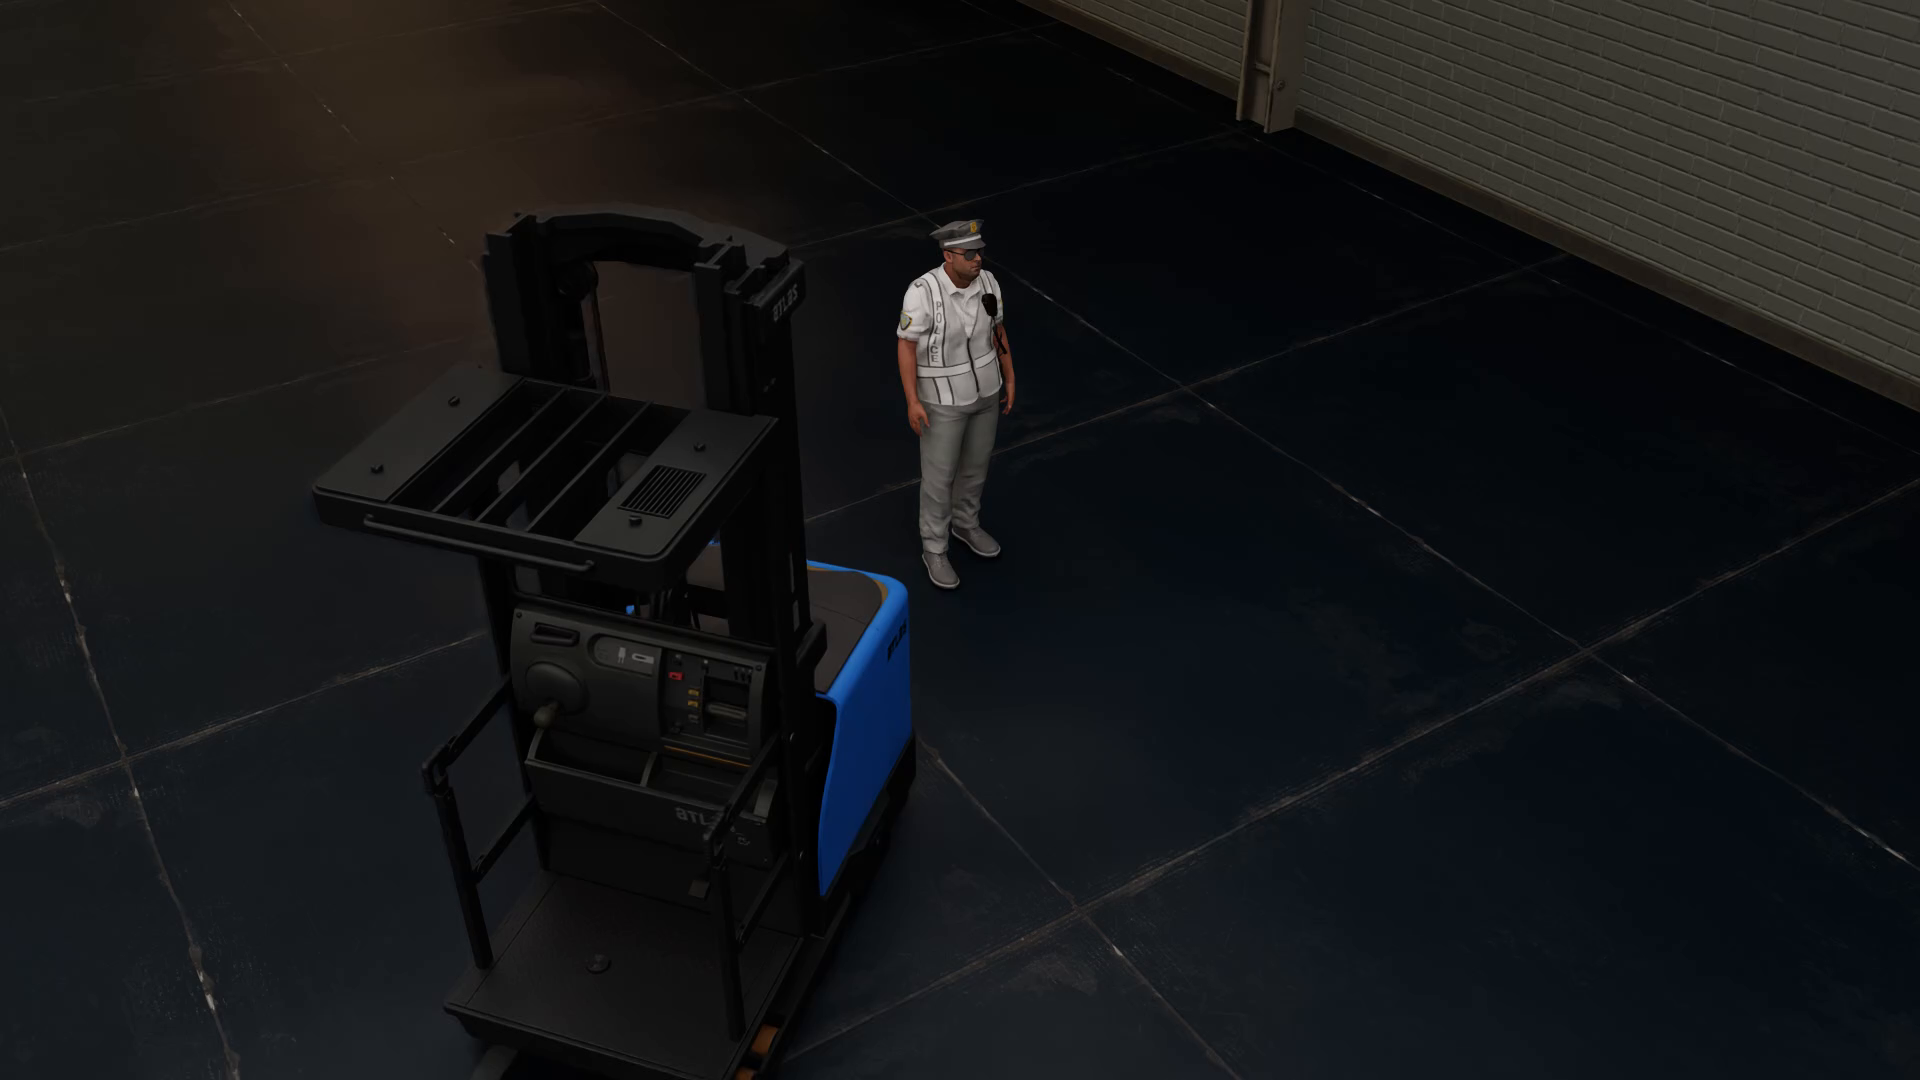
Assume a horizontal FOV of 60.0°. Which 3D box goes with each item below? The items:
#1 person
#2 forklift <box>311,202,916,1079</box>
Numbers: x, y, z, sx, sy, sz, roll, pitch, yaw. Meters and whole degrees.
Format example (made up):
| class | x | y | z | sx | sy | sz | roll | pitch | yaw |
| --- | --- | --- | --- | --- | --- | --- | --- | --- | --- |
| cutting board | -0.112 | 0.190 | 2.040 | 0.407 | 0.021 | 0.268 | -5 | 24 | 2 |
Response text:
| class | x | y | z | sx | sy | sz | roll | pitch | yaw |
| --- | --- | --- | --- | --- | --- | --- | --- | --- | --- |
| person | 0.032 | -0.694 | 8.122 | 0.640 | 1.781 | 0.575 | -21 | 40 | -27 |
| forklift | -1.141 | 0.549 | 5.366 | 1.130 | 2.935 | 3.031 | 11 | 37 | 15 |
